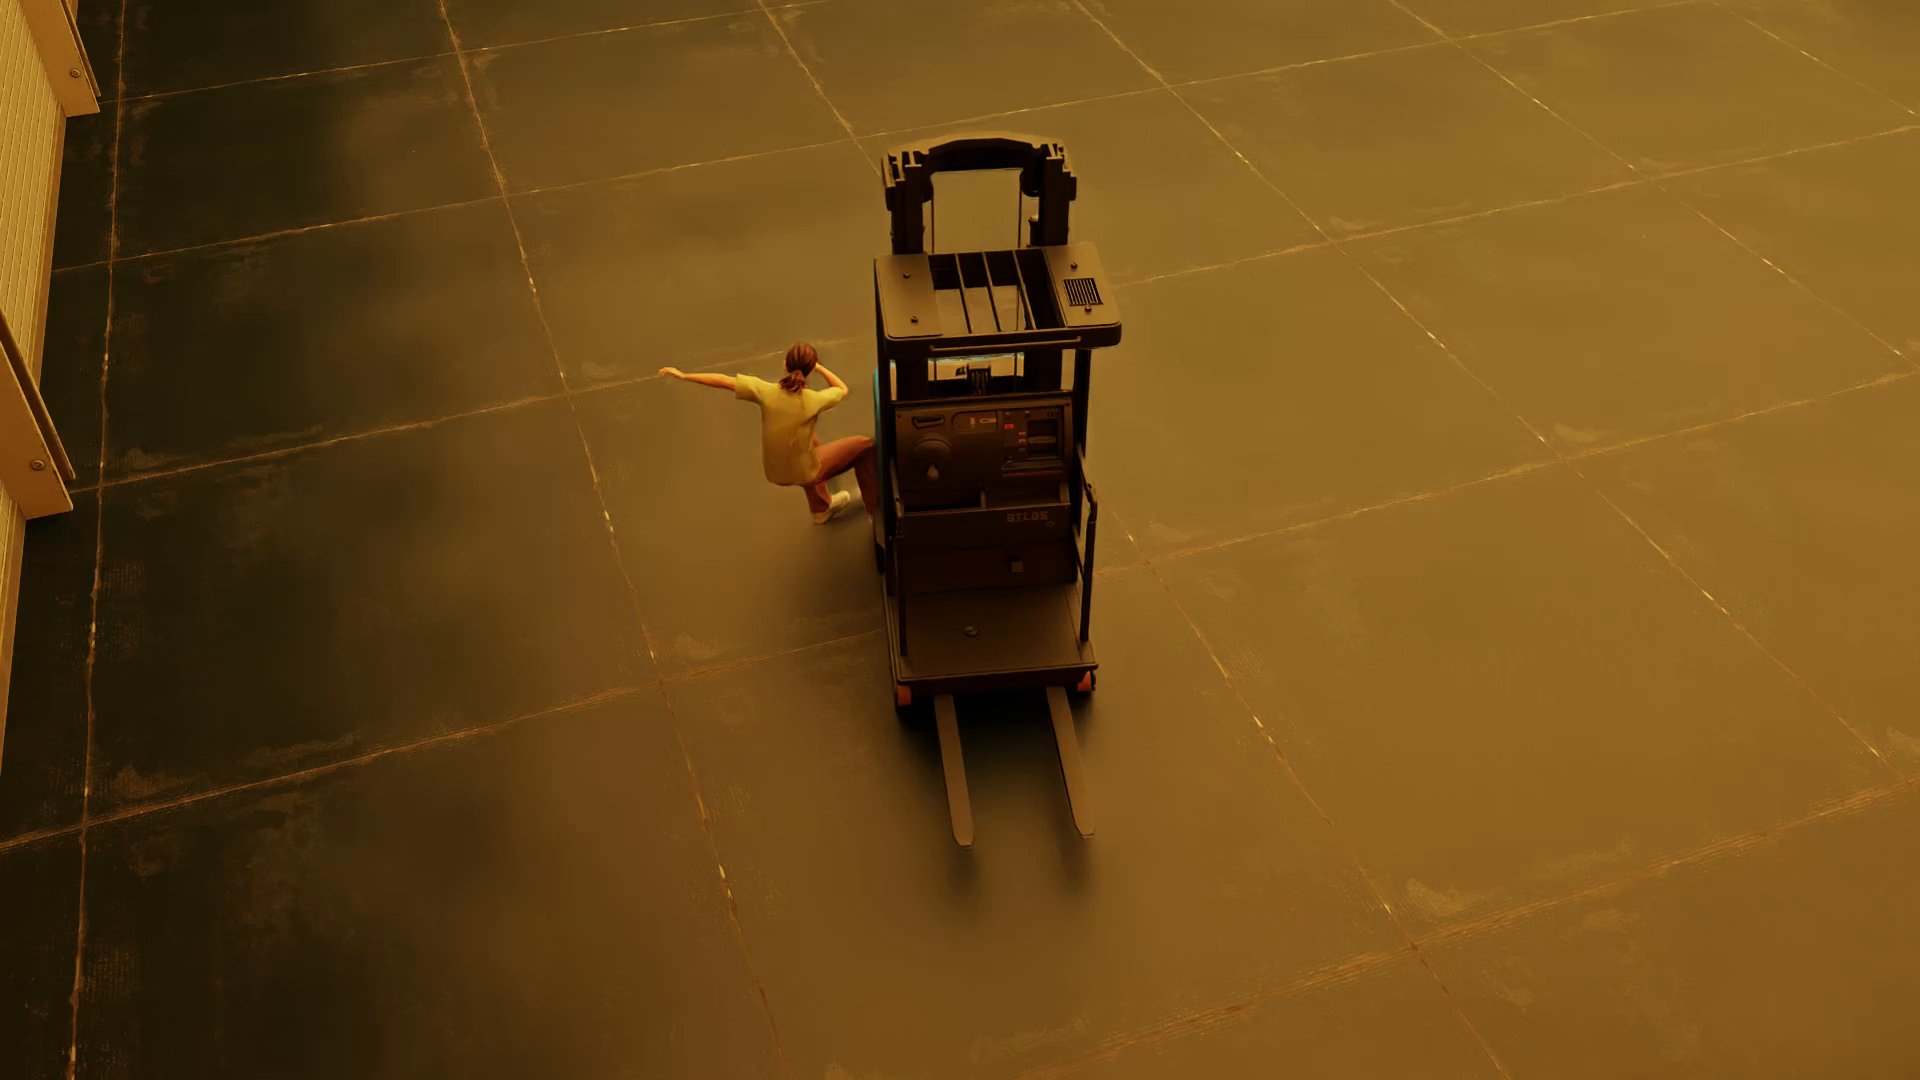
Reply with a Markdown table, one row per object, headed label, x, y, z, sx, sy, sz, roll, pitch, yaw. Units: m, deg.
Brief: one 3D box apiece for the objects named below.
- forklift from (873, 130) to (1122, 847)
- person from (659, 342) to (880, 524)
| label | x | y | z | sx | sy | sz | roll | pitch | yaw |
| --- | --- | --- | --- | --- | --- | --- | --- | --- | --- |
| forklift | 0.154 | -0.443 | 8.523 | 1.130 | 2.935 | 3.031 | -4 | 40 | -5 |
| person | -1.032 | -0.621 | 9.922 | 1.378 | 1.309 | 0.627 | 9 | 41 | 11 |
